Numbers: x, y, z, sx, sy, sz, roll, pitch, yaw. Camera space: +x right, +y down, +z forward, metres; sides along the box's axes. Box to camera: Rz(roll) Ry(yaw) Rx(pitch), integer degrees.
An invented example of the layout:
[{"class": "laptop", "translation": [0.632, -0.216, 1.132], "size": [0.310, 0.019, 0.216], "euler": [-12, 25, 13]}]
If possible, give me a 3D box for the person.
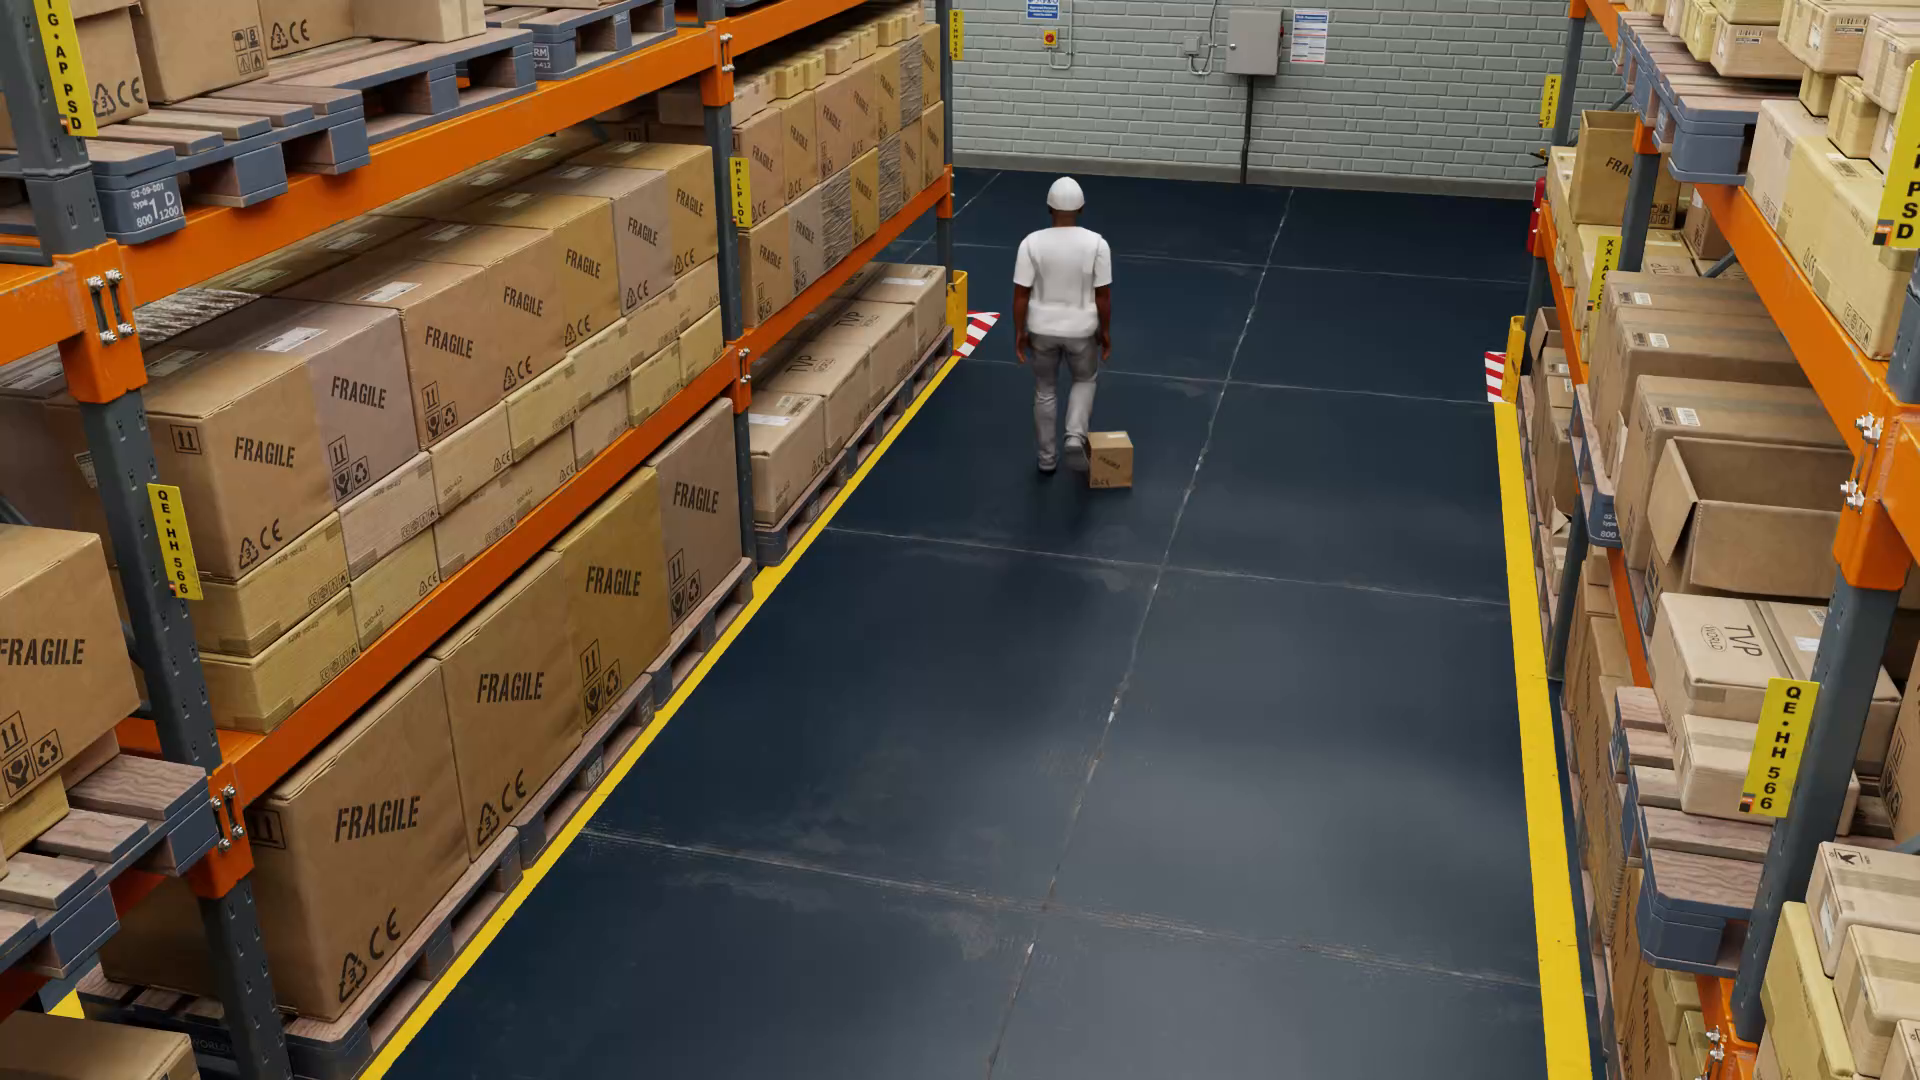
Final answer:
[{"class": "person", "translation": [0.591, -1.212, 9.594], "size": [0.571, 1.754, 0.563], "euler": [2, 25, 5]}]
